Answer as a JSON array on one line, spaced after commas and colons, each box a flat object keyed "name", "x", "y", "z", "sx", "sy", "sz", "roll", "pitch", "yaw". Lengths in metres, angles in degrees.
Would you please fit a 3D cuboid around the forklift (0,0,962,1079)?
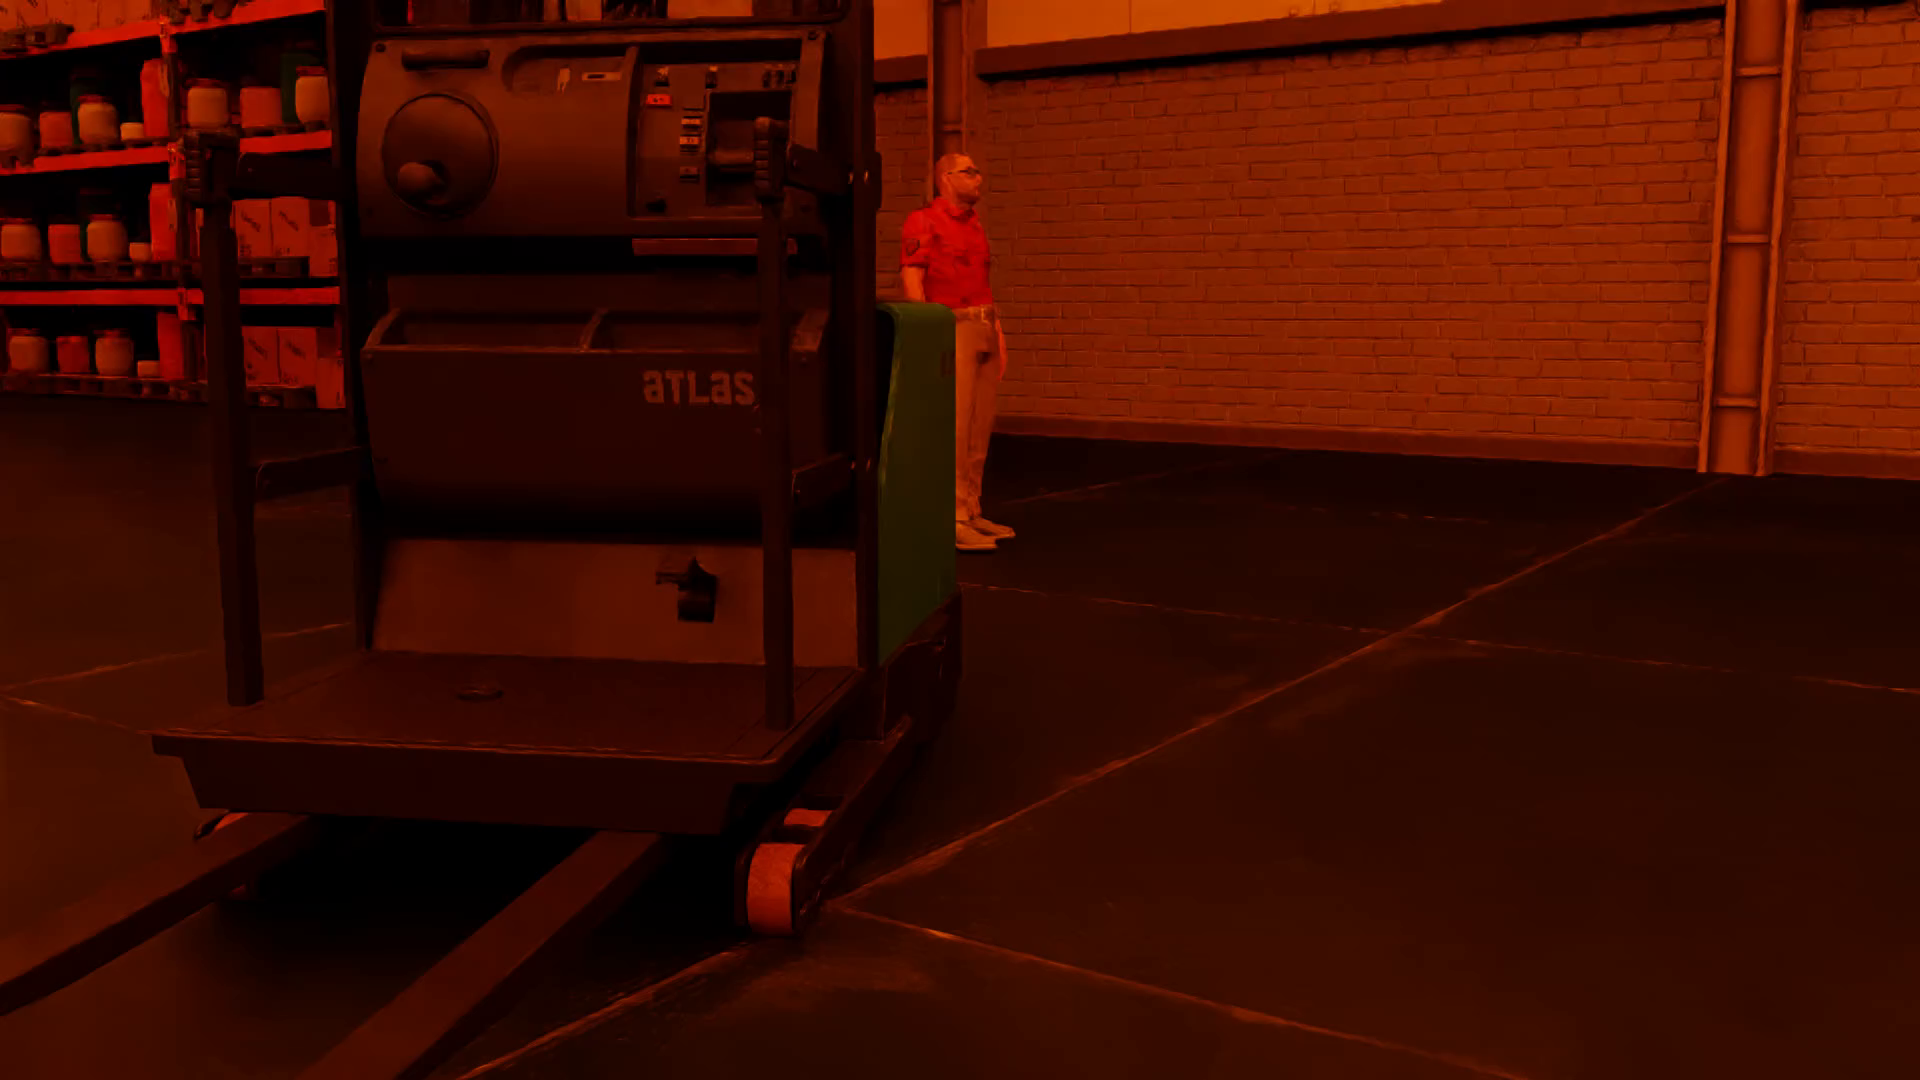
[{"name": "forklift", "x": -0.749, "y": -0.827, "z": 3.005, "sx": 1.130, "sy": 2.935, "sz": 3.031, "roll": 1, "pitch": 8, "yaw": 9}]

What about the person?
[{"name": "person", "x": 0.068, "y": -0.855, "z": 7.421, "sx": 0.550, "sy": 1.727, "sz": 0.640, "roll": 5, "pitch": 10, "yaw": 34}]
